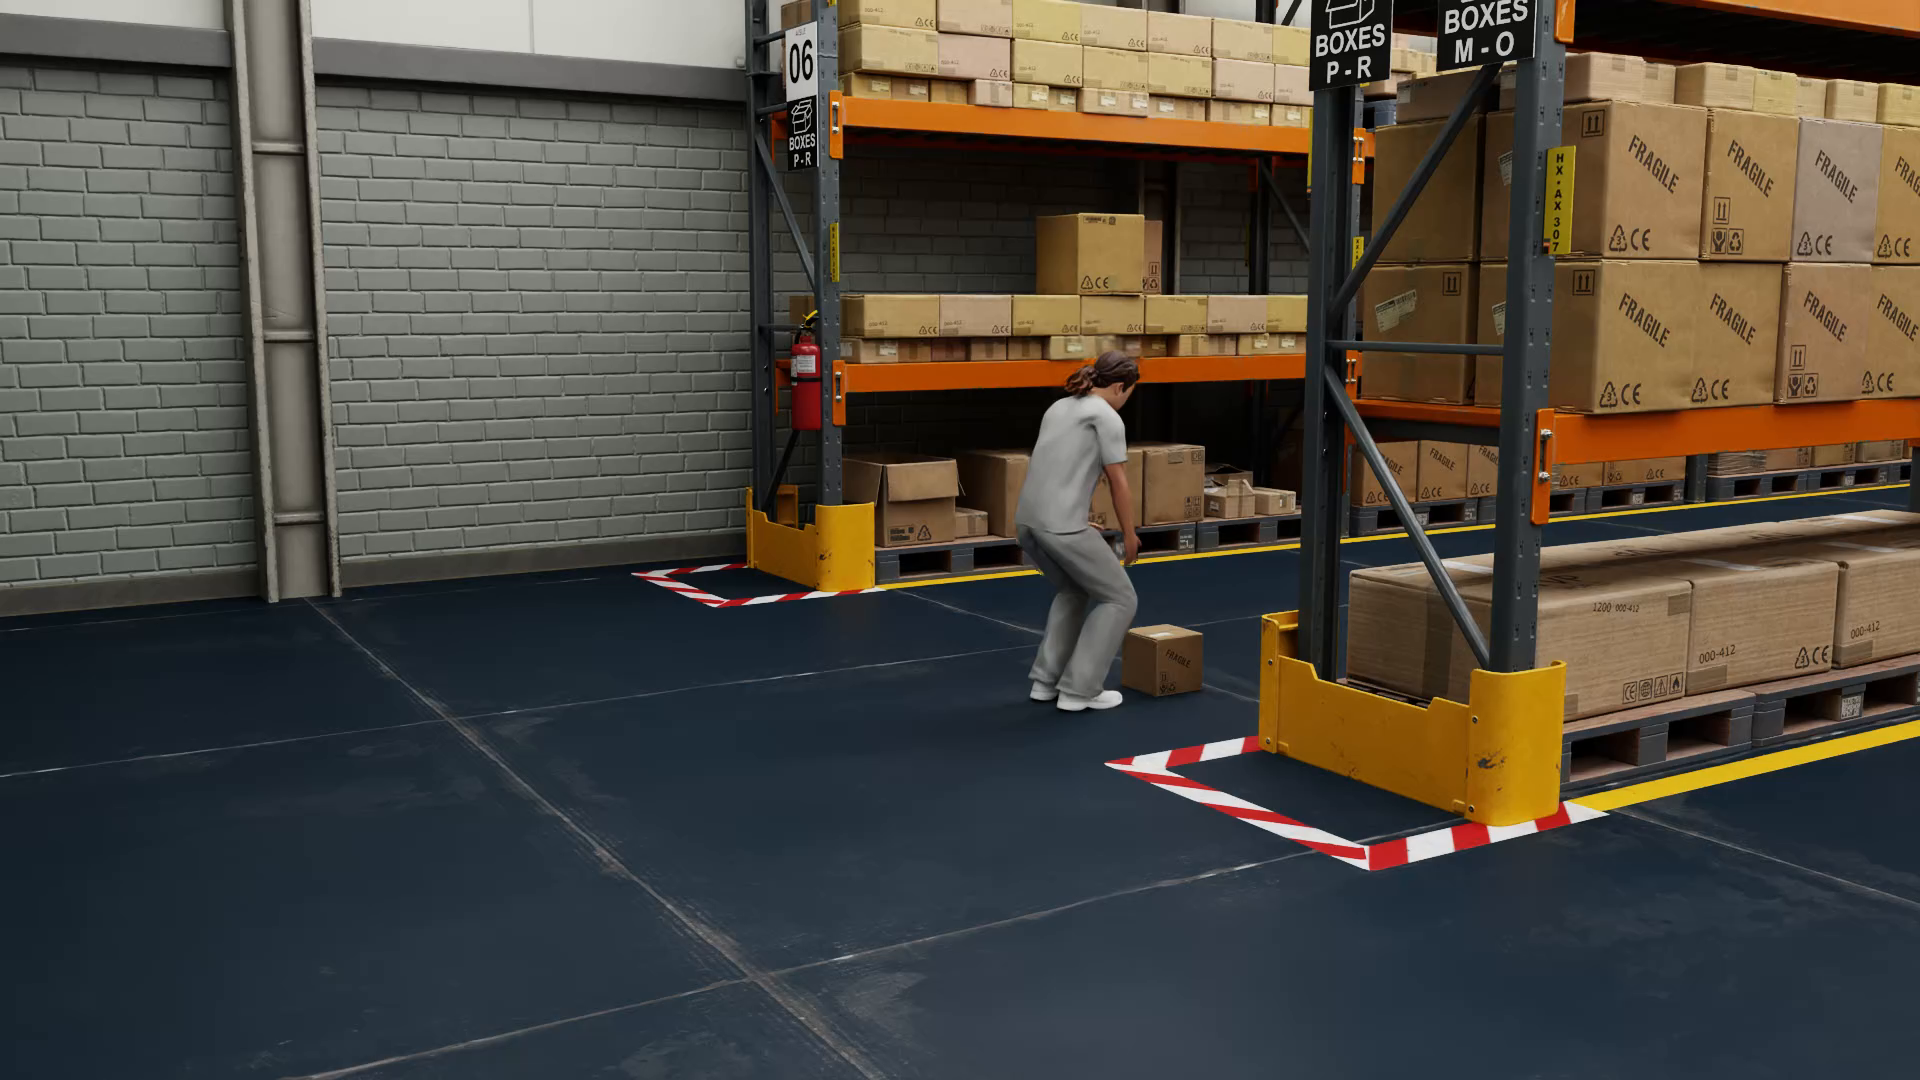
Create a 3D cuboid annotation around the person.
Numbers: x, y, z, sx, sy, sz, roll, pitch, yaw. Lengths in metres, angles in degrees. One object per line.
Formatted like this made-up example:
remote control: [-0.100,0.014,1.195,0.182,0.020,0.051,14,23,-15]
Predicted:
person: [0.492,-0.049,6.922,0.575,1.469,0.487,-5,10,-30]
